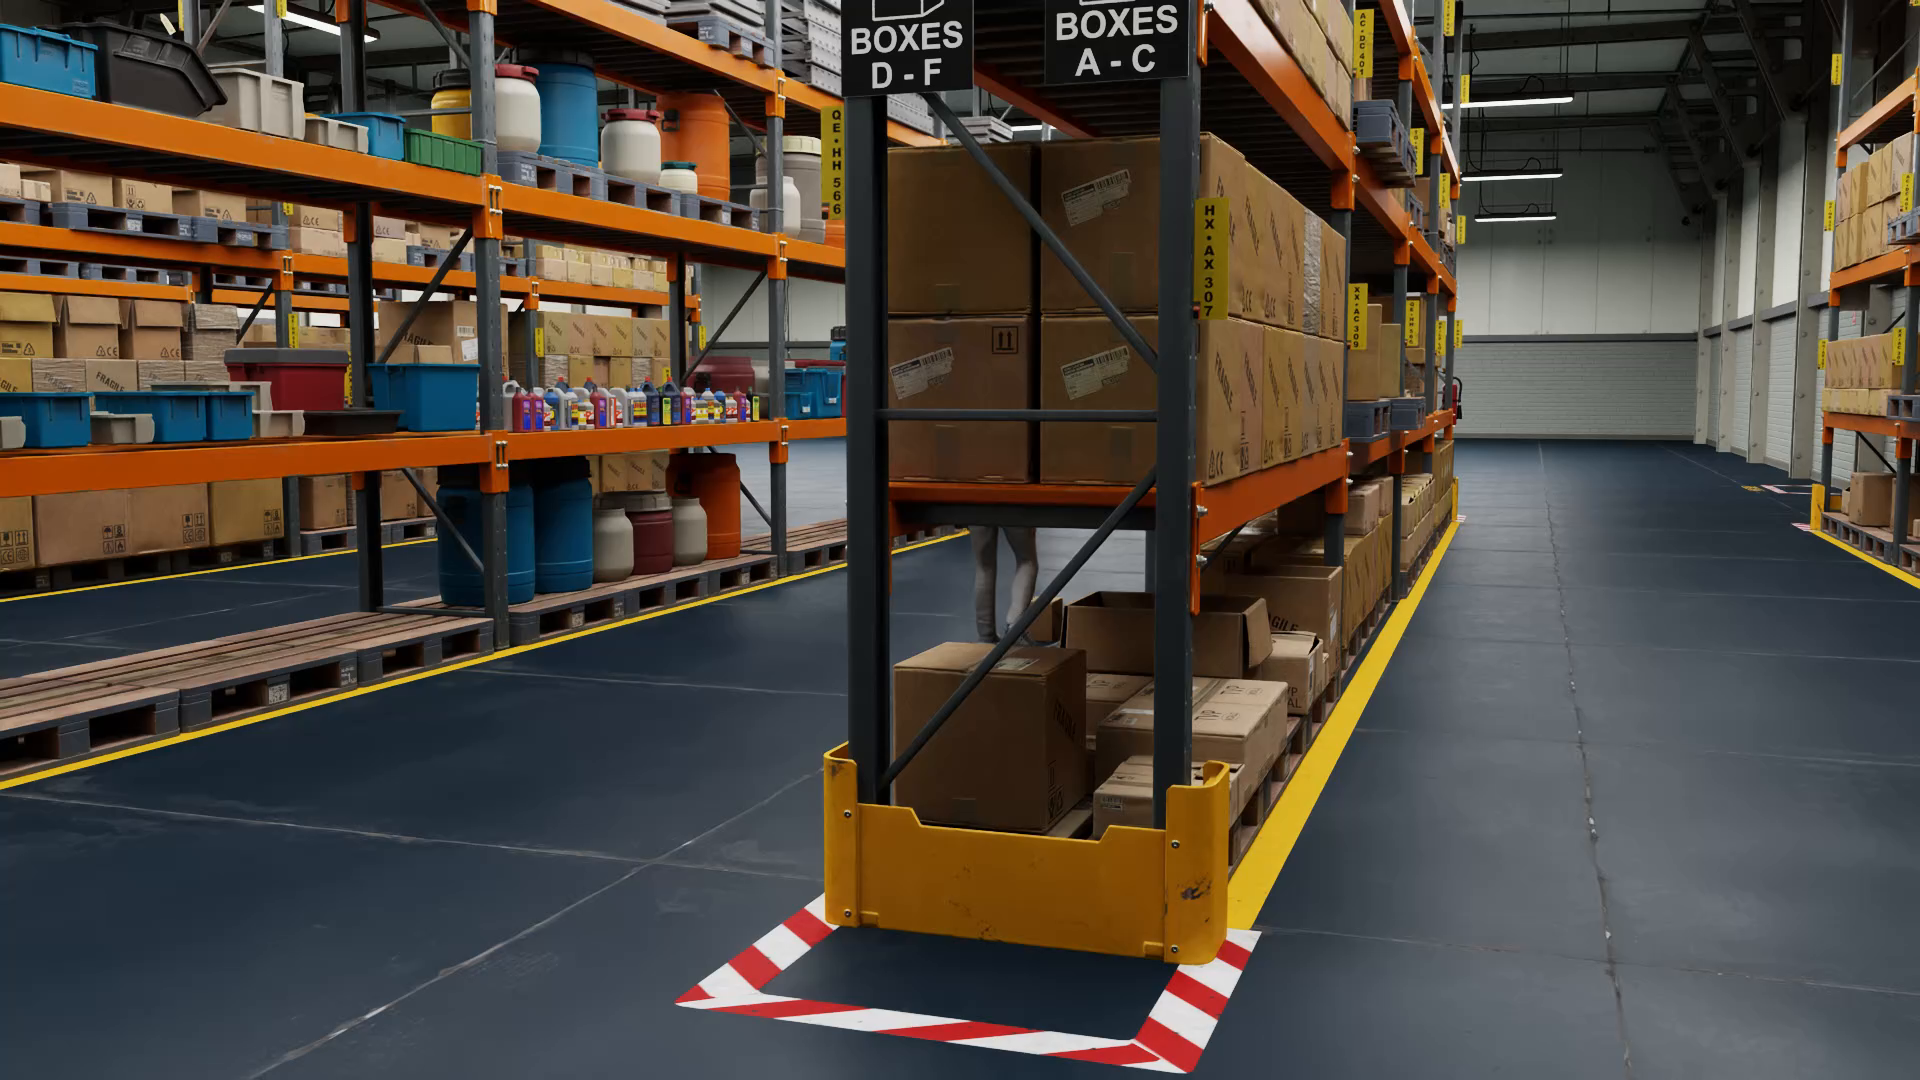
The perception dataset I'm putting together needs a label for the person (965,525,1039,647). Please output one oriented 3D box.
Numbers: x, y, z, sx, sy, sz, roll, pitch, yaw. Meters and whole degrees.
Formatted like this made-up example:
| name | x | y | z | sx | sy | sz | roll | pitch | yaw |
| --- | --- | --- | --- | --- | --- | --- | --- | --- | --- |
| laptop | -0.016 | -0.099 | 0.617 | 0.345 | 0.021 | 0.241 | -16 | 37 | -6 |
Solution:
| name | x | y | z | sx | sy | sz | roll | pitch | yaw |
| --- | --- | --- | --- | --- | --- | --- | --- | --- | --- |
| person | 0.229 | -0.173 | 9.905 | 0.496 | 1.726 | 0.452 | 1 | 5 | 14 |
